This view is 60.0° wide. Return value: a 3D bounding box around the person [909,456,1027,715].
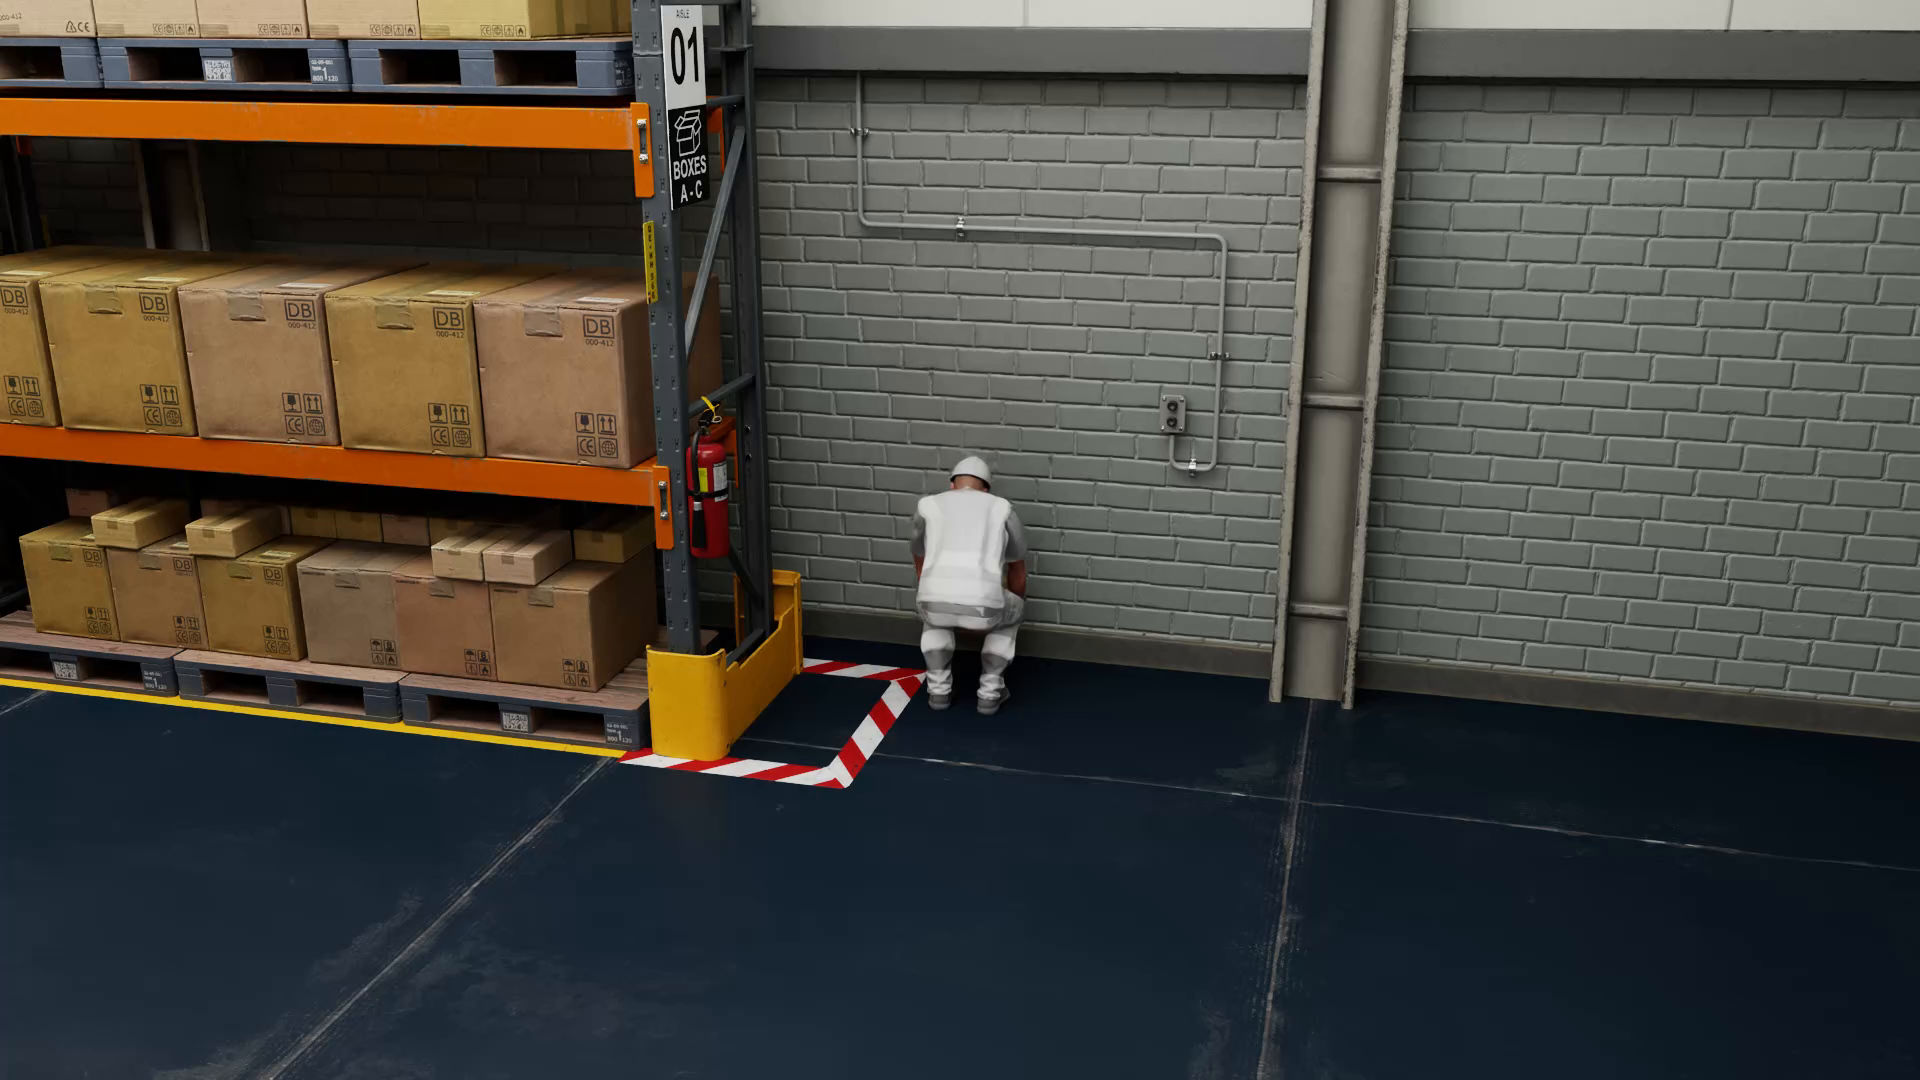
[{"bbox_3d":[0.015,0.219,7.938,0.582,1.114,0.856,4,18,11],"label":"person"}]
